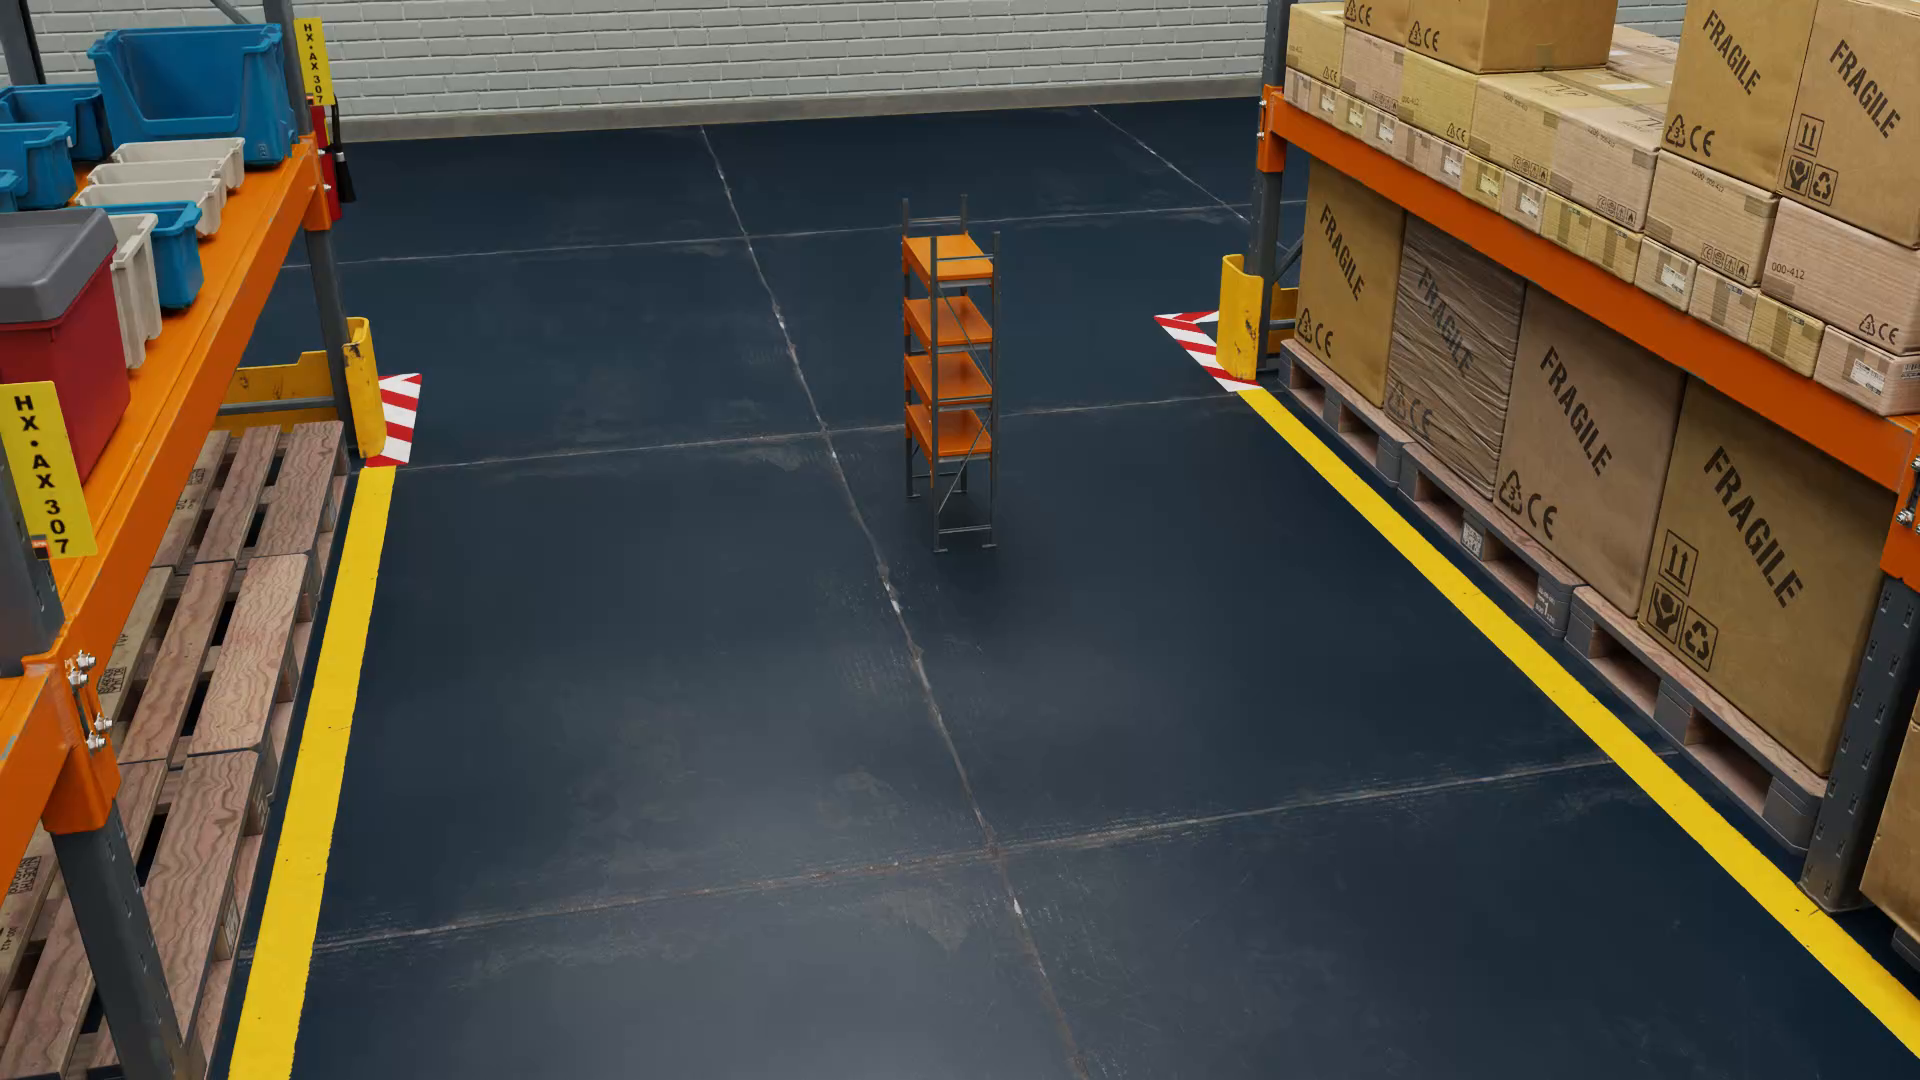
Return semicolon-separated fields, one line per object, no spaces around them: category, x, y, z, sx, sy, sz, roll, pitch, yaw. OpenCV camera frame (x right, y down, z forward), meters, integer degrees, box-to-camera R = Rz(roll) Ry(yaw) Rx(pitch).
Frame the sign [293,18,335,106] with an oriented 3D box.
sign;-2.470;-1.828;6.362;0.100;0.325;0.005;-6;27;-12

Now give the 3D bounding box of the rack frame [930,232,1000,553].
rack frame;0.018;-0.501;5.911;0.240;1.200;0.015;-6;27;-12

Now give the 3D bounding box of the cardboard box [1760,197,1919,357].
cardboard box;2.370;-0.673;4.090;0.500;0.250;0.500;-6;27;-13

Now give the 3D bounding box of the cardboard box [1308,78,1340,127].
cardboard box;1.641;-1.782;6.730;0.380;0.149;0.250;-6;27;-12

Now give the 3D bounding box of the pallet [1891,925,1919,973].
pallet;2.972;1.136;3.764;1.003;0.211;1.213;-6;27;-12

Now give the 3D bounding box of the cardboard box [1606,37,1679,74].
cardboard box;2.420;-1.629;5.986;0.500;0.250;0.500;-7;28;-13

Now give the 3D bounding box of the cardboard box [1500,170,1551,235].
cardboard box;1.991;-1.104;5.387;0.380;0.149;0.250;-6;27;-11

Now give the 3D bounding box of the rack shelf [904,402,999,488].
rack shelf;-0.037;-0.371;6.243;0.258;0.148;0.480;-6;27;-12

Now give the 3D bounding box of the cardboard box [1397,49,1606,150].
cardboard box;1.902;-1.575;5.877;0.500;0.250;0.500;-7;28;-13

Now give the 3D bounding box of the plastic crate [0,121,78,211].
plastic crate;-3.119;-1.214;5.445;0.416;0.233;0.300;-6;27;-12

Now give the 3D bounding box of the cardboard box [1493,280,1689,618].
cardboard box;2.451;-0.371;5.549;0.875;0.875;0.875;-6;27;-12

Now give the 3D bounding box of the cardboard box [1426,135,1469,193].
cardboard box;1.874;-1.330;5.835;0.380;0.149;0.250;-6;27;-12

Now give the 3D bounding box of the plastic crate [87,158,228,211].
plastic crate;-2.591;-1.133;5.393;0.396;0.136;0.243;-6;27;-12

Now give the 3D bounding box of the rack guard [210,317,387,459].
rack guard;-3.020;-0.586;6.856;1.175;0.500;0.348;-6;27;-12

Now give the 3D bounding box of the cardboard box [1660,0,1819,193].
cardboard box;2.252;-1.235;4.372;0.500;0.500;0.500;-6;27;-11

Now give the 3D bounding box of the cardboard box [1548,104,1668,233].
cardboard box;2.135;-1.124;4.983;0.500;0.250;0.500;-5;27;-11

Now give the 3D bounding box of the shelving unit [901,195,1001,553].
shelving unit;-0.037;-0.608;6.124;0.258;1.200;0.503;-6;27;-12

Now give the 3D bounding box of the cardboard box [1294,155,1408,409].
cardboard box;2.046;-1.162;7.115;0.875;0.875;0.875;-6;27;-12

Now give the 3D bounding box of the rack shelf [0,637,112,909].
rack shelf;-1.650;1.263;1.218;1.077;0.370;4.000;-6;27;-12

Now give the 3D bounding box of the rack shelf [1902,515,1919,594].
rack shelf;3.176;0.760;2.214;1.077;0.370;4.000;-6;27;-12

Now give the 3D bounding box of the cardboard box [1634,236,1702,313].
cardboard box;2.163;-0.767;4.719;0.380;0.149;0.250;-5;27;-11

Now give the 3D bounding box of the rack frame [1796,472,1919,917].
rack frame;2.725;-0.440;3.792;1.000;3.000;0.127;-6;27;-12

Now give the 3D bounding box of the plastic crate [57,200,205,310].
plastic crate;-2.290;-0.769;4.564;0.416;0.233;0.300;-6;27;-12

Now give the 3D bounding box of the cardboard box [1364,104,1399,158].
cardboard box;1.759;-1.555;6.280;0.380;0.149;0.250;-6;27;-12

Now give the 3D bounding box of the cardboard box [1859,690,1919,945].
cardboard box;2.888;0.600;3.623;1.225;0.875;0.875;-6;27;-11

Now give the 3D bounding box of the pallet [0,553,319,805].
pallet;-2.583;0.453;5.119;1.003;0.211;1.213;-6;27;-12

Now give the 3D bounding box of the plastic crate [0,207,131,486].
plastic crate;-2.058;-0.409;3.595;0.402;0.464;0.583;-6;27;-12

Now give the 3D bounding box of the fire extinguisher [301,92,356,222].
fire extinguisher;-2.593;-1.604;6.599;0.296;0.674;0.183;-6;27;-12

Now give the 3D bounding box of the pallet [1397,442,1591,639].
pallet;2.351;-0.073;6.161;1.003;0.211;1.213;-6;27;-12

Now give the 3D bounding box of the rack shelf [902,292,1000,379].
rack shelf;-0.037;-0.748;6.053;0.258;0.148;0.480;-6;27;-12

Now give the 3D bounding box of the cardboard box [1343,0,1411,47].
cardboard box;1.781;-2.139;6.162;0.500;0.500;0.500;-7;28;-13

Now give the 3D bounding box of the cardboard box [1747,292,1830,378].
cardboard box;2.278;-0.541;4.272;0.380;0.149;0.250;-5;27;-11

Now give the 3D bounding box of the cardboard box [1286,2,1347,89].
cardboard box;1.668;-2.023;6.766;0.500;0.250;0.500;-7;28;-13
